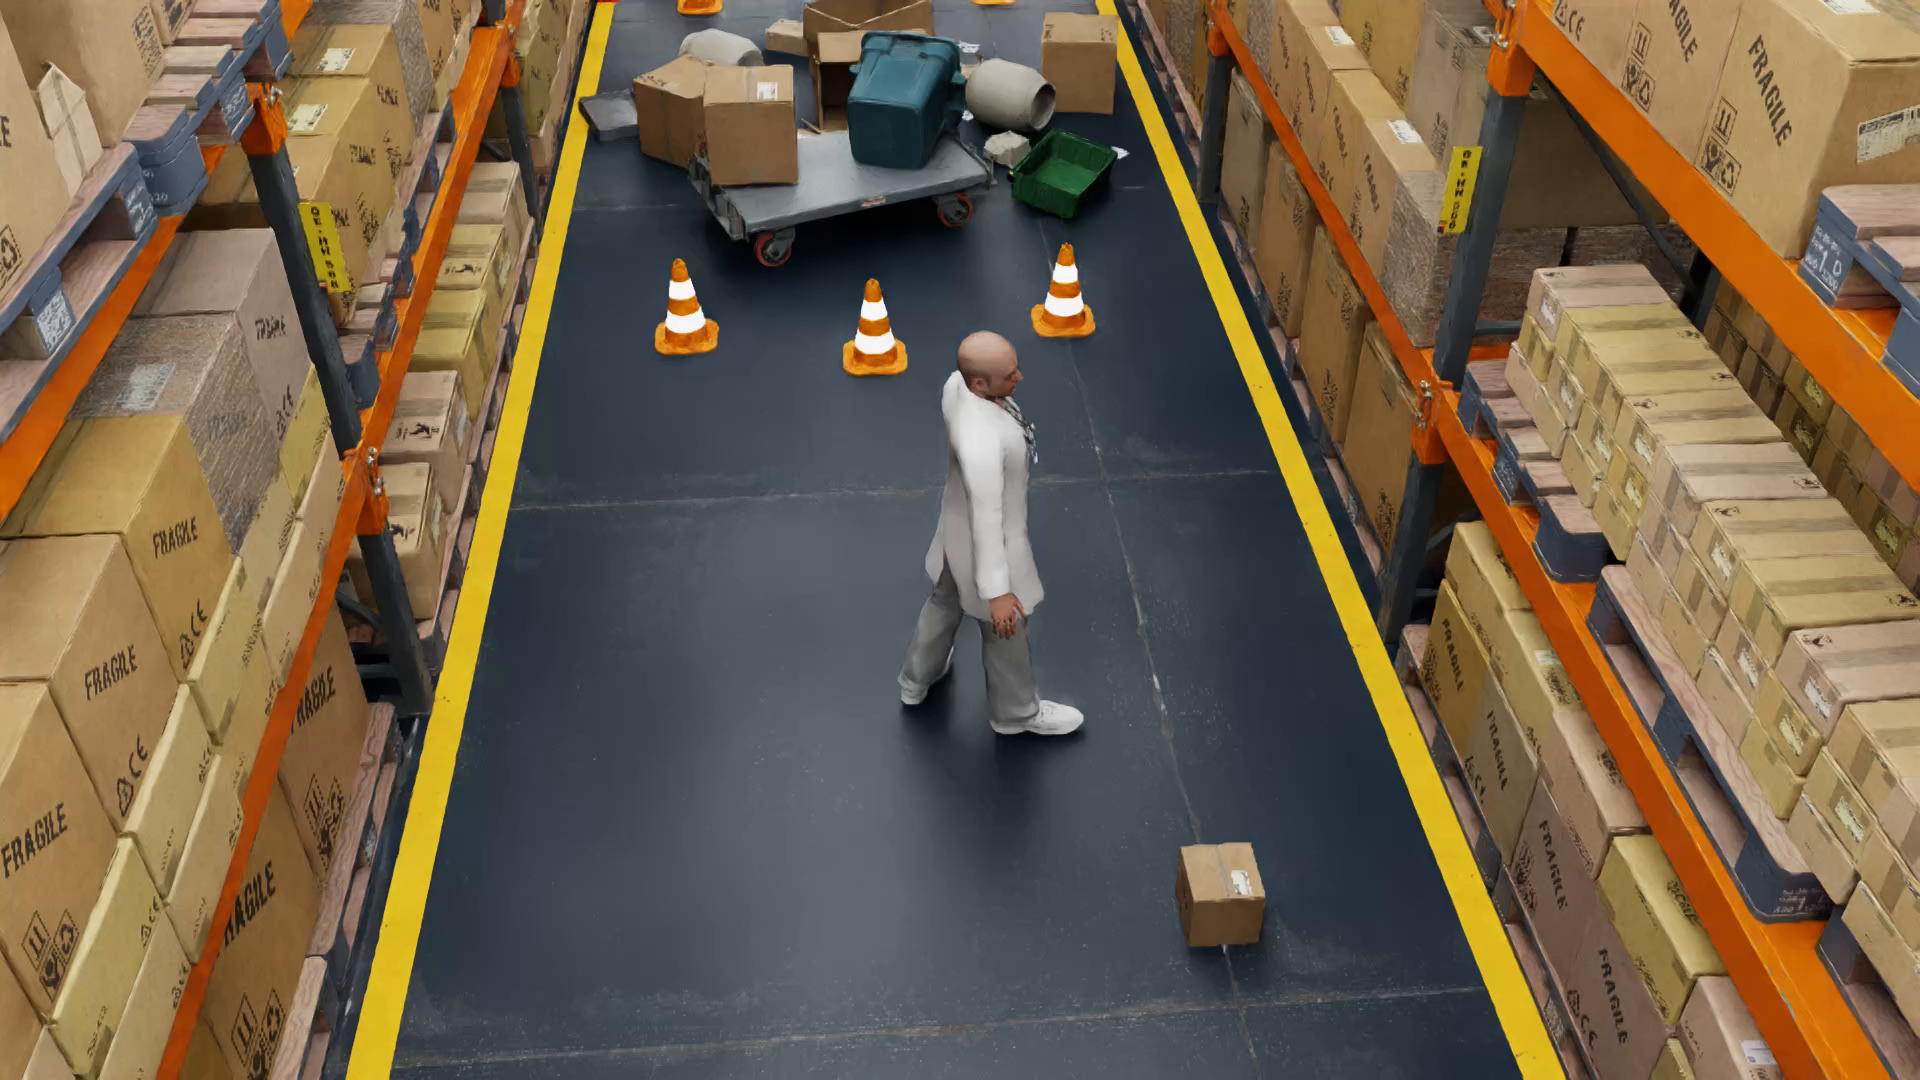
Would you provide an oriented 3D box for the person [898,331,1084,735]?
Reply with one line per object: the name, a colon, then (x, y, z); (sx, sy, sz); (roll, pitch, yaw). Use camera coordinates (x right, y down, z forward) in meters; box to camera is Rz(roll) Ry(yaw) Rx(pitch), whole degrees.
person: (0.120, 0.012, 6.133); (0.694, 1.774, 0.795); (-7, 39, -9)
